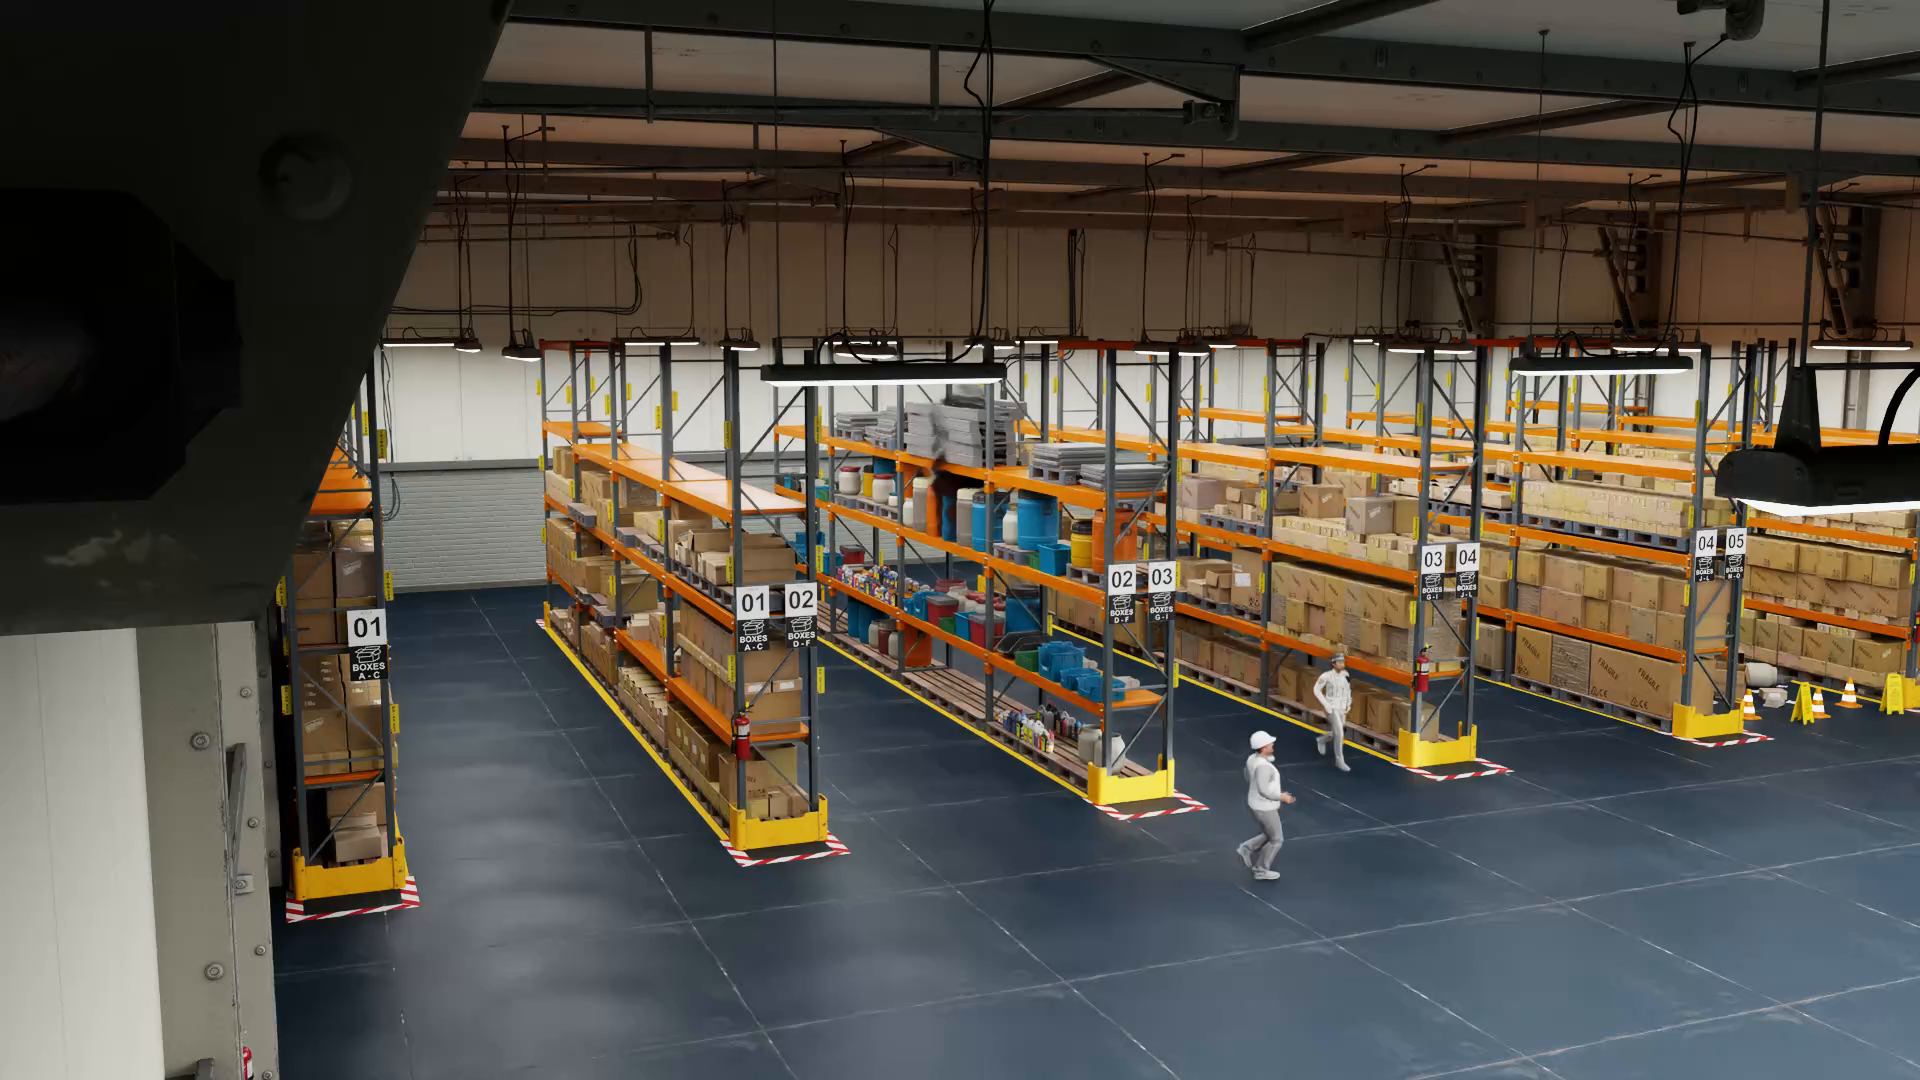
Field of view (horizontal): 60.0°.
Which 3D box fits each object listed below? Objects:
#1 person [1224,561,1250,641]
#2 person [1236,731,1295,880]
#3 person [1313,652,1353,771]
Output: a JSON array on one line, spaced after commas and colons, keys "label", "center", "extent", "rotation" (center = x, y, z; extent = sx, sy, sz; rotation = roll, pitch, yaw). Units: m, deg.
[{"label": "person", "center": [5.420, 1.223, 32.411], "extent": [0.653, 1.800, 0.898], "rotation": [-3, 8, -22]}, {"label": "person", "center": [3.480, 3.020, 18.950], "extent": [0.603, 1.722, 0.655], "rotation": [0, 7, -1]}, {"label": "person", "center": [5.345, 2.420, 23.886], "extent": [0.624, 1.695, 0.771], "rotation": [-4, 8, -27]}]
